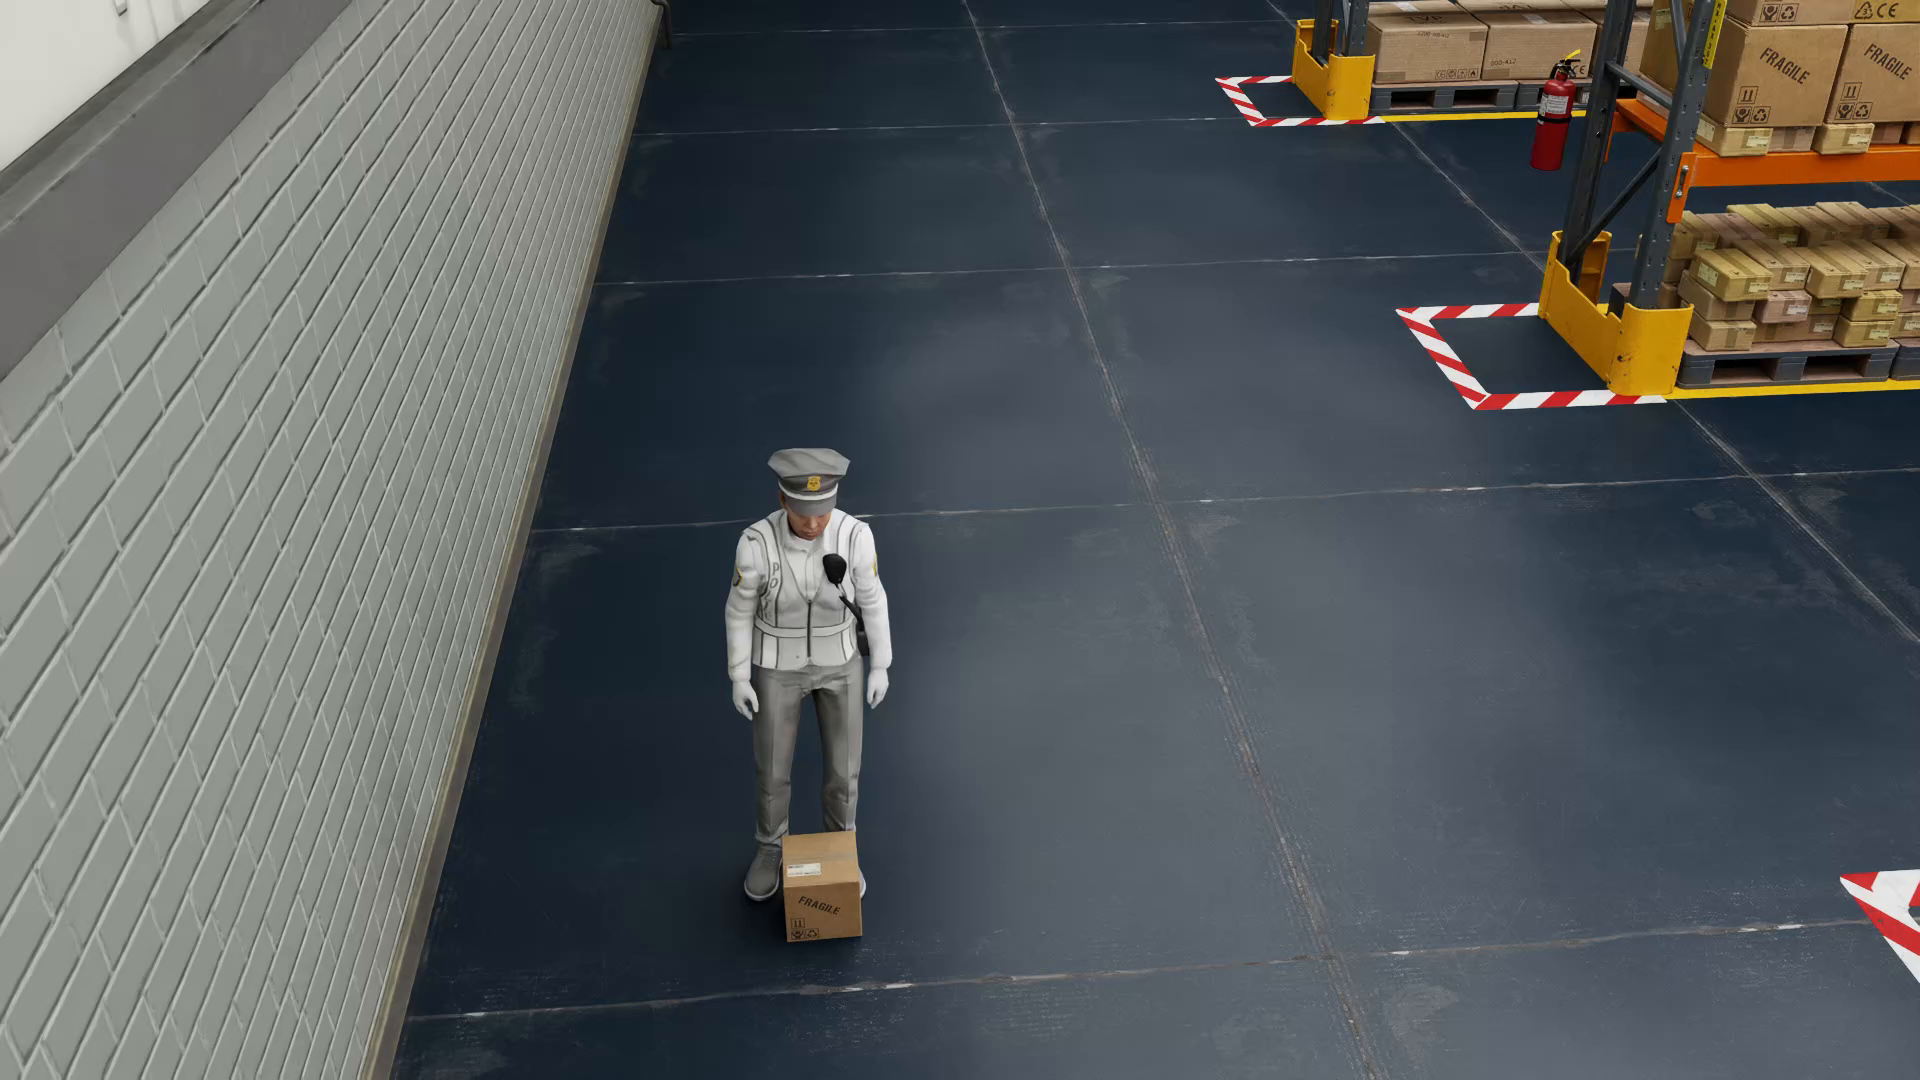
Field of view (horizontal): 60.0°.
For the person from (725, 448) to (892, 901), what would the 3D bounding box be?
[{"bbox_3d":[-0.487,0.443,5.403,0.542,1.662,0.415,-5,32,-8],"label":"person"}]
